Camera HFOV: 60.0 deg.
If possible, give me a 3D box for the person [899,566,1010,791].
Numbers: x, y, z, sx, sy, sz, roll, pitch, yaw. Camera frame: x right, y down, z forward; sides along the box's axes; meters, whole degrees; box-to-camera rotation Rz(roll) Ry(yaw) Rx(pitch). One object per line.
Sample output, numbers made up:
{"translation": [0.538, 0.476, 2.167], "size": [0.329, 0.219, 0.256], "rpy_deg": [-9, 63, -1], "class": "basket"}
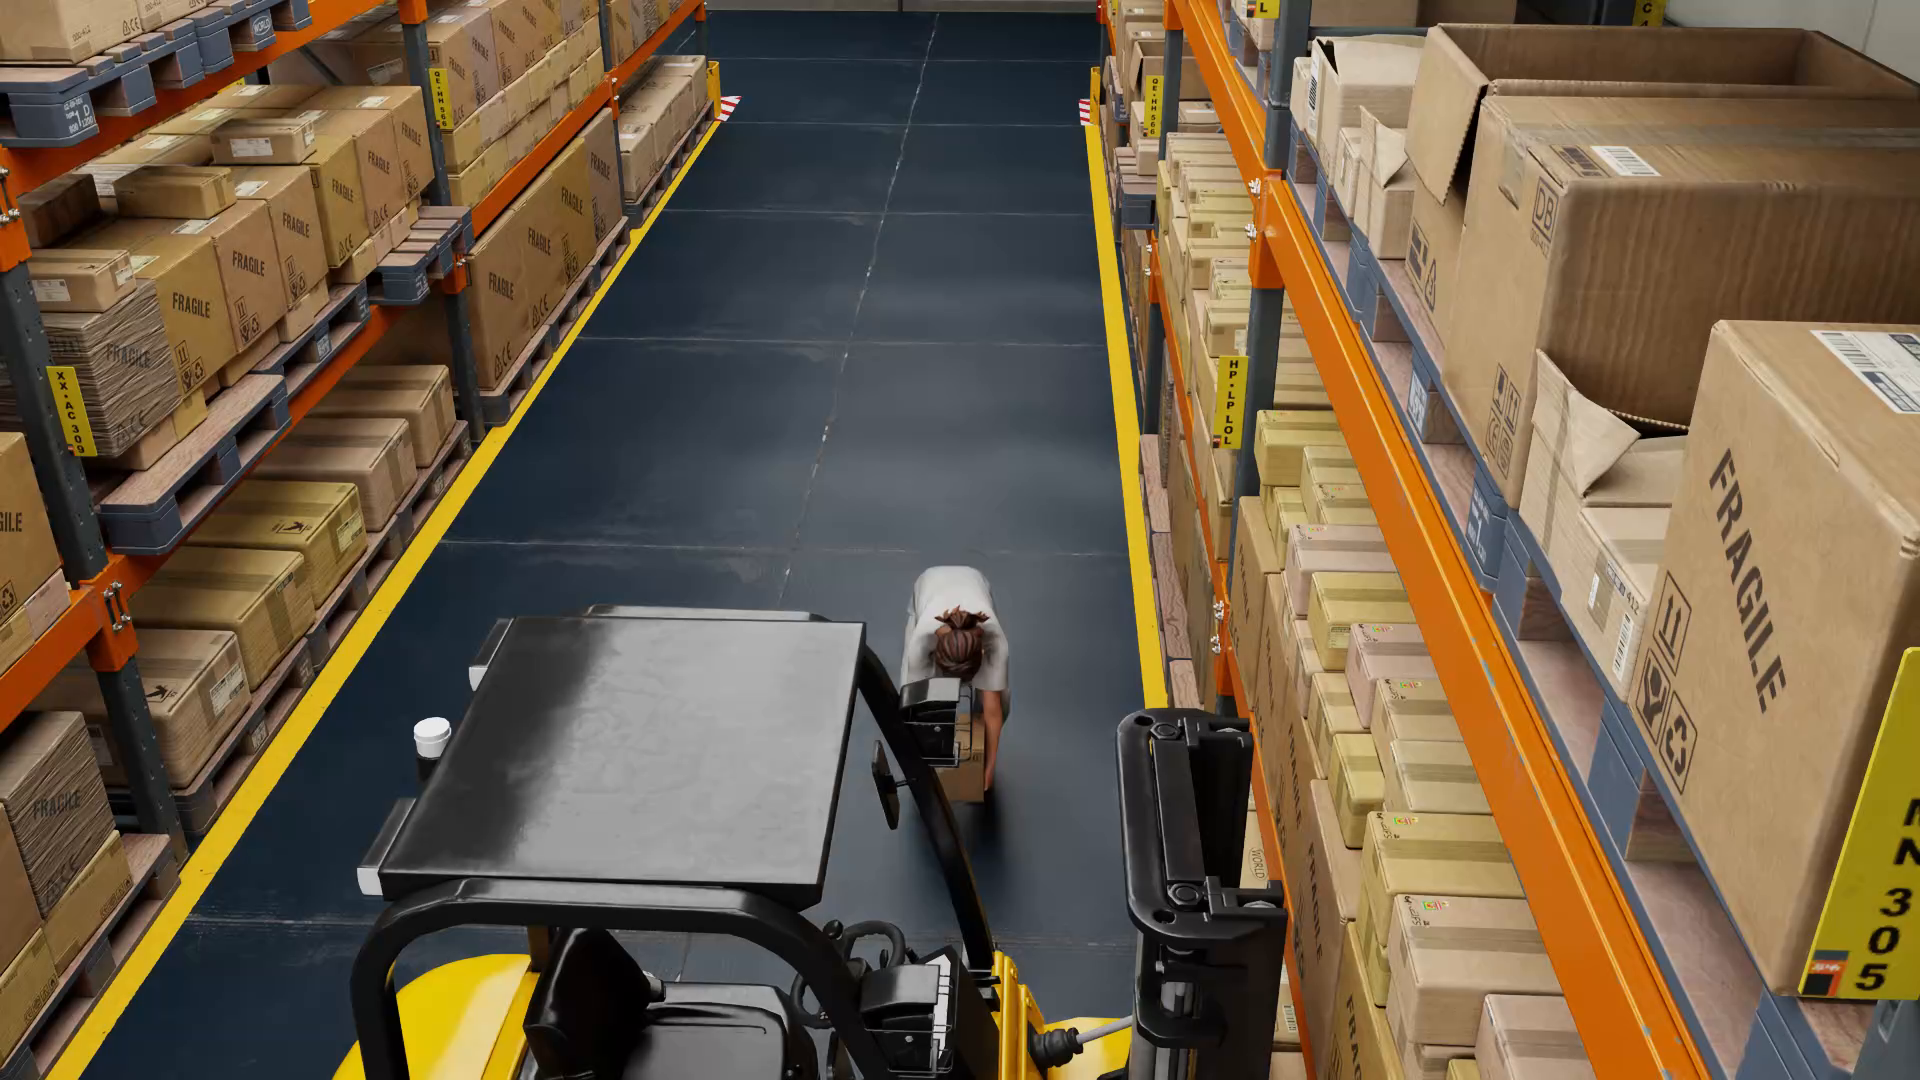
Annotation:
{"translation": [-0.026, 0.599, 6.722], "size": [0.460, 0.996, 0.867], "rpy_deg": [0, 28, -1], "class": "person"}
